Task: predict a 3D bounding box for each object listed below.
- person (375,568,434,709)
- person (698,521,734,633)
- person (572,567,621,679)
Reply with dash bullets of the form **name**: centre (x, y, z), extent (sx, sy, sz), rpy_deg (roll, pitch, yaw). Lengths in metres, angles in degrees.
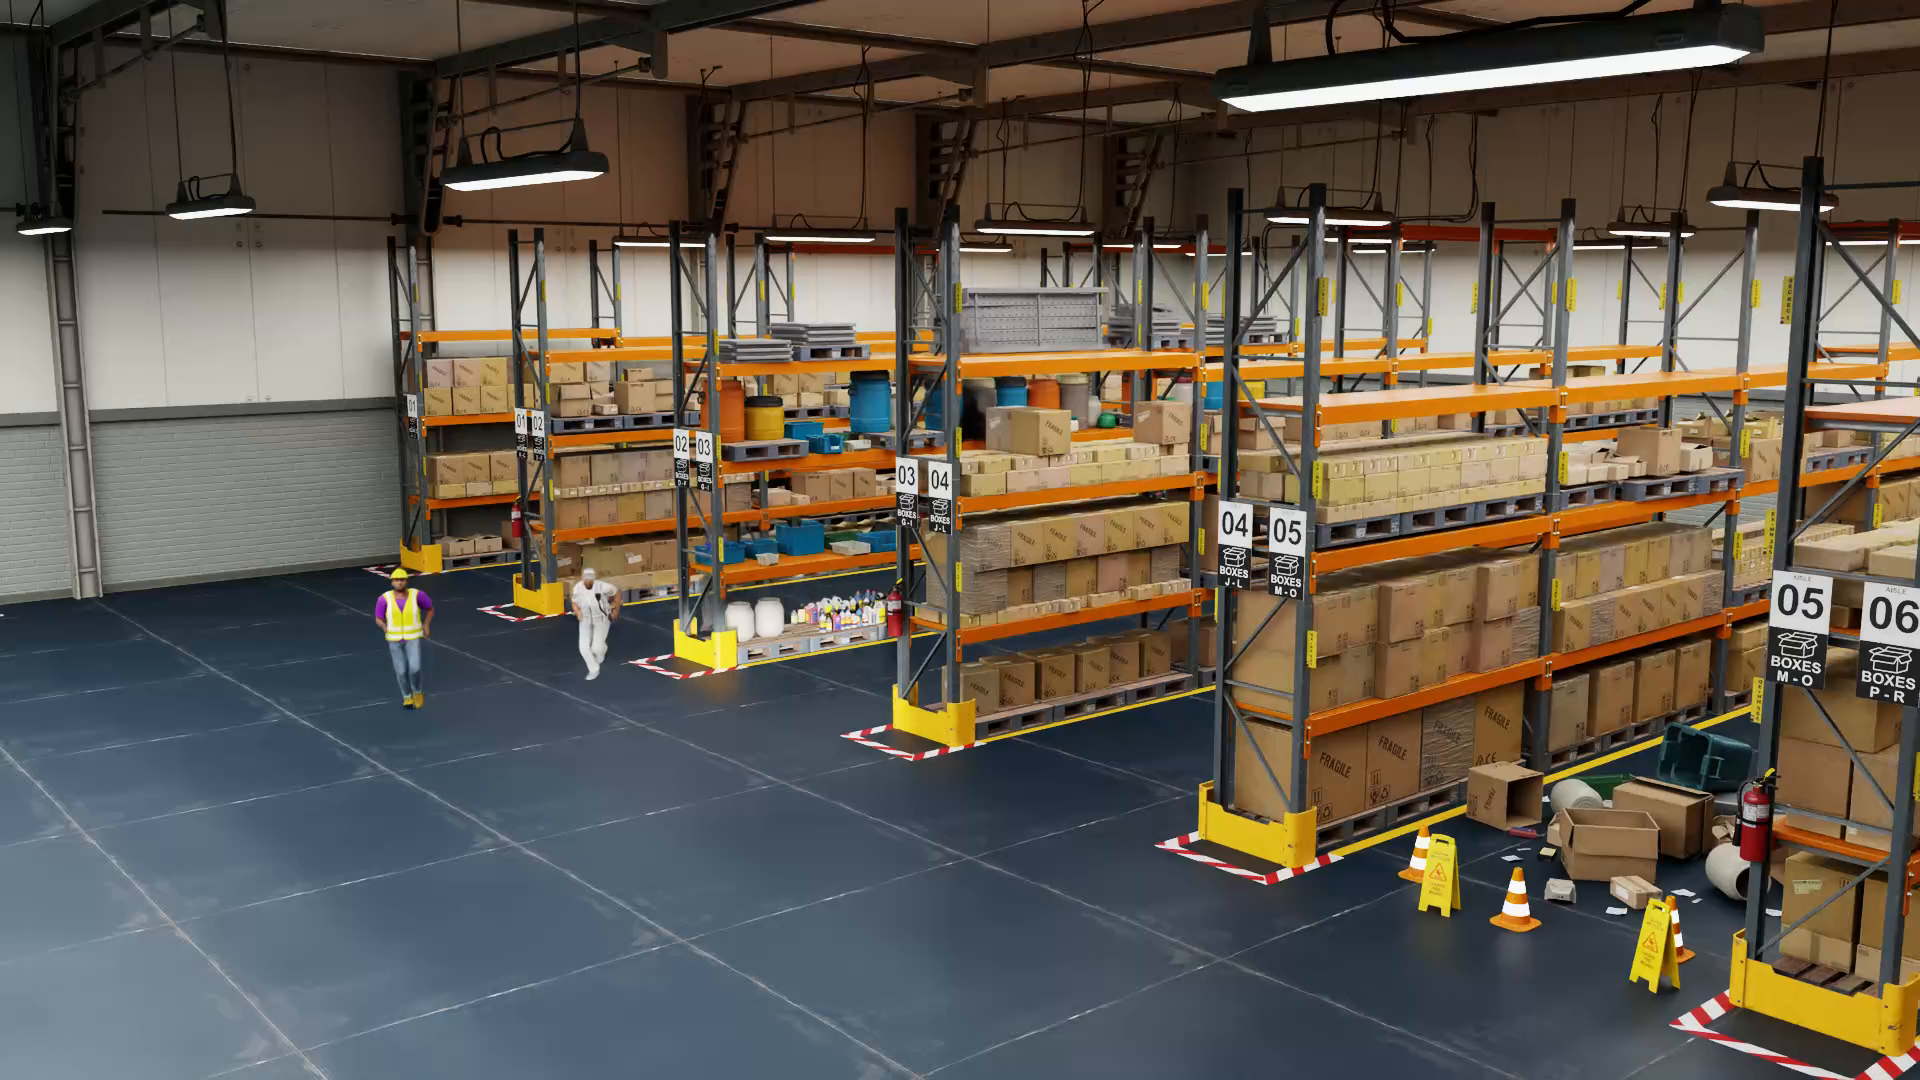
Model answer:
- **person**: centre (-6.742, 1.212, 20.192), extent (0.672, 1.745, 0.657), rpy_deg (-2, 9, -13)
- **person**: centre (-3.630, 0.563, 24.884), extent (0.756, 1.712, 0.546), rpy_deg (-9, 12, -44)
- **person**: centre (-4.762, 1.081, 21.822), extent (0.617, 1.540, 0.798), rpy_deg (0, 9, 2)
